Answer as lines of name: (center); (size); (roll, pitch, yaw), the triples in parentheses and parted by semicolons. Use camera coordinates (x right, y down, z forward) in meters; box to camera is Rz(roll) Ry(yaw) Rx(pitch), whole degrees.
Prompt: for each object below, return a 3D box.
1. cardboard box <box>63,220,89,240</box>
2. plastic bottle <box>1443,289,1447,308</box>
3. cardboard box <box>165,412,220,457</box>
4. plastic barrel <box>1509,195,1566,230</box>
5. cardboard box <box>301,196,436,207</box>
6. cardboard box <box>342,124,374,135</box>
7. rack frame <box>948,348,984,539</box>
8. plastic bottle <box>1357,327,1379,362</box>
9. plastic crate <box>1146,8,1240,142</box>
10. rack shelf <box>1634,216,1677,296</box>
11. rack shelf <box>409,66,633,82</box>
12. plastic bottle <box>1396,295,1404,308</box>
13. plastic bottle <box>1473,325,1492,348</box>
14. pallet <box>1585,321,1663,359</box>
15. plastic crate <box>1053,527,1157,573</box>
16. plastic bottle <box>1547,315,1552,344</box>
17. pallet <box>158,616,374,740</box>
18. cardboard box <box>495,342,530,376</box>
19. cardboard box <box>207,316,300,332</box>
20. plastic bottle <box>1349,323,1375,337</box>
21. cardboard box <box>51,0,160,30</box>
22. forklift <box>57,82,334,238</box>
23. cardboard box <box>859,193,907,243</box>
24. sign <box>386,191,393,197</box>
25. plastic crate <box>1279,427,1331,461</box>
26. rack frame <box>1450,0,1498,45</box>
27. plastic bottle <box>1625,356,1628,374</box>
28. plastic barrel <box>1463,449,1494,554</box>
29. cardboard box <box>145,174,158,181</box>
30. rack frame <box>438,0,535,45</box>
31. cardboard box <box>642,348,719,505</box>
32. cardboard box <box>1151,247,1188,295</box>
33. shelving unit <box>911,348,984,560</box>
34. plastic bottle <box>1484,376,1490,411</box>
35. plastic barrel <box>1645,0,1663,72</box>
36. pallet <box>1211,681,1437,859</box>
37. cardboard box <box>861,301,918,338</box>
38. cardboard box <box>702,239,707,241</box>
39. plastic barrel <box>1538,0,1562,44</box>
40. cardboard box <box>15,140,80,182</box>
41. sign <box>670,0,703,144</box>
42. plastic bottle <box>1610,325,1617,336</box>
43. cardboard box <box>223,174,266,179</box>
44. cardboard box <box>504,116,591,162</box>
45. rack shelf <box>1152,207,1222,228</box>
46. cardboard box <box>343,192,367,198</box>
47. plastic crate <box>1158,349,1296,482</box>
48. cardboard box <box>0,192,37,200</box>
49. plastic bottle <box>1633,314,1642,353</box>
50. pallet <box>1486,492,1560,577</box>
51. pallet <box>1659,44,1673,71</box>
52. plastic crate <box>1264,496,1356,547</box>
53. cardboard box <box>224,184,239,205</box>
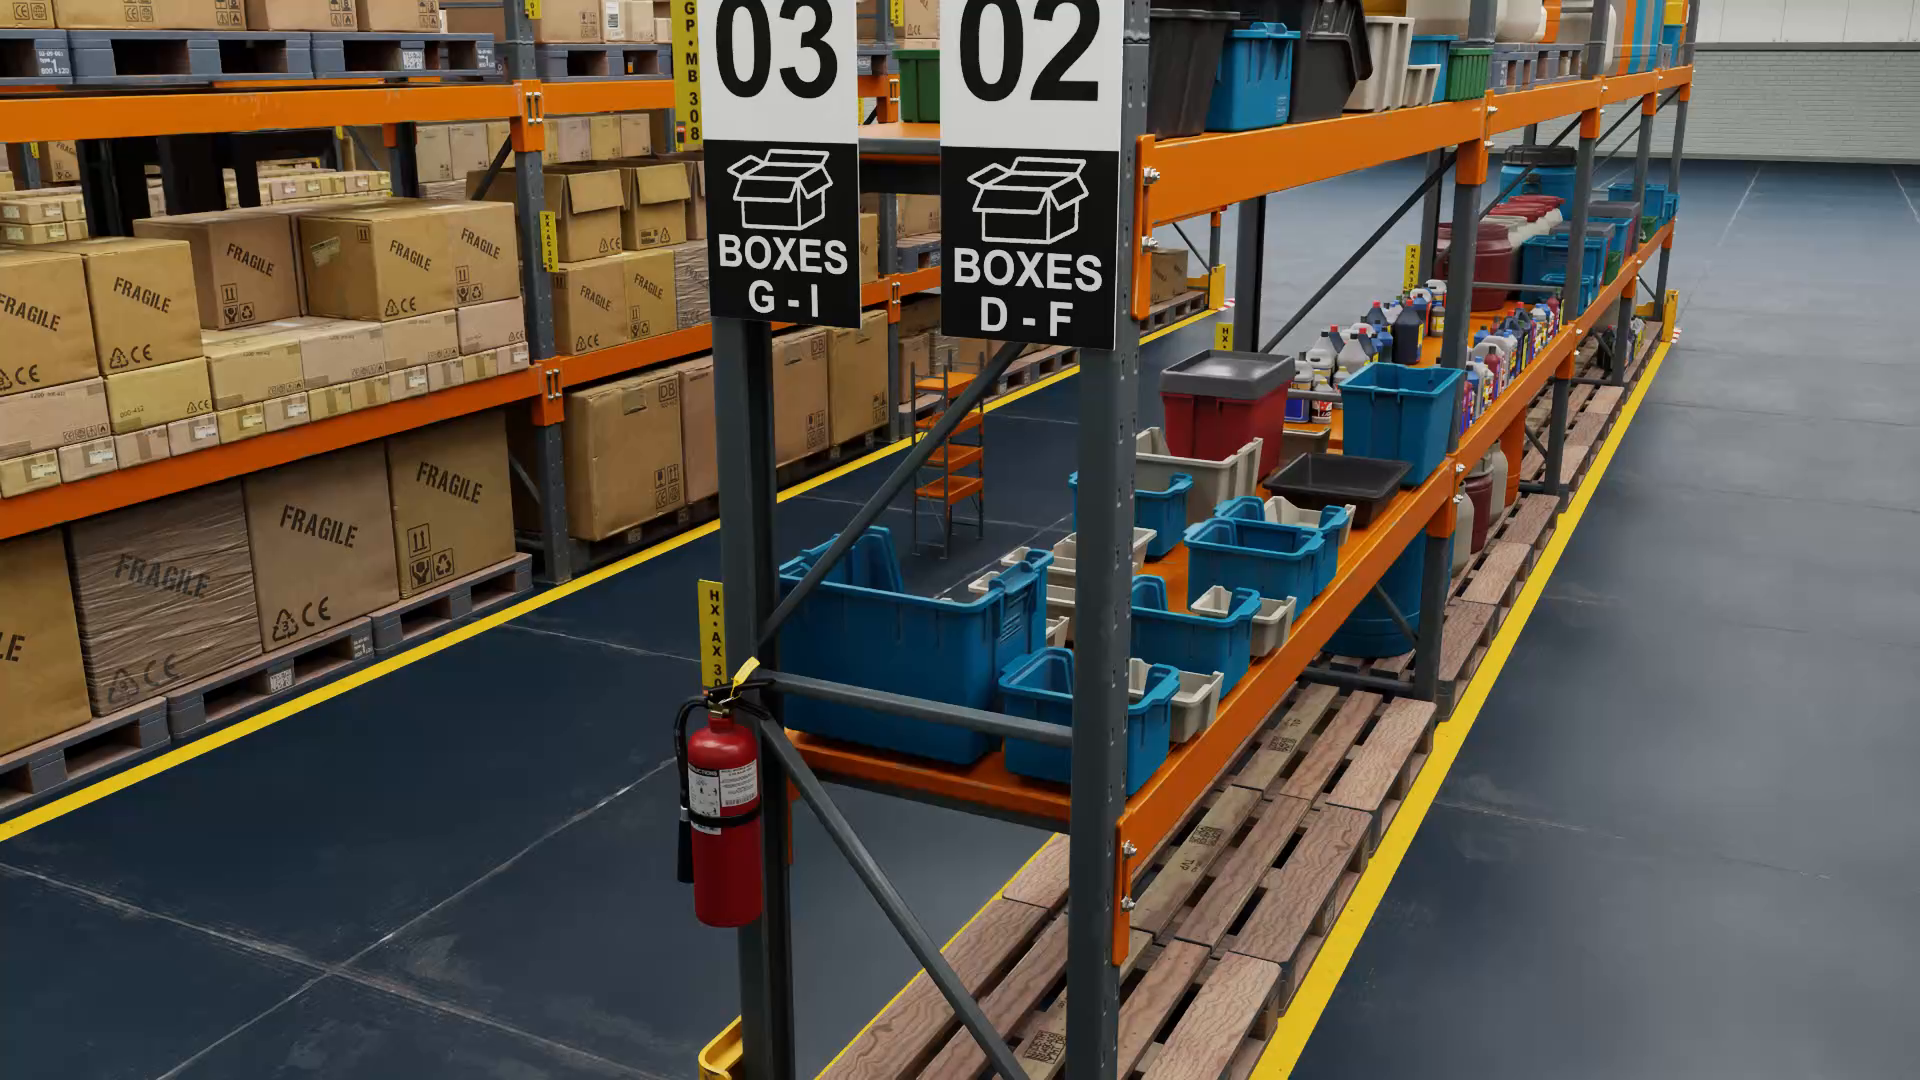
cardboard box: (-6.431, -2.234, 11.959); (0.380, 0.149, 0.250); (8, 18, 24)
plastic bottle: (3.131, -1.486, 10.479); (0.152, 0.276, 0.135); (8, 18, 25)
cardboard box: (-3.502, -0.483, 7.322); (0.380, 0.149, 0.250); (8, 18, 25)
plastic barrel: (4.641, -2.503, 13.443); (0.433, 0.535, 0.433); (0, 17, 0)
cardboard box: (-3.184, -1.586, 9.021); (0.500, 0.500, 0.500); (8, 18, 25)
cardboard box: (-7.641, -5.299, 20.641); (0.700, 0.500, 0.500); (8, 18, 25)
rack frame: (0.035, -0.595, 10.421); (0.240, 1.200, 0.015); (8, 18, 25)
plastic bottle: (2.020, -0.896, 8.361); (0.144, 0.351, 0.185); (8, 18, 25)
plastic crate: (0.324, -1.035, 3.700); (0.497, 0.269, 0.590); (8, 18, 25)
rack shelf: (6.159, -2.818, 16.007); (1.077, 0.370, 4.000); (8, 18, 25)
rack shelf: (-4.452, -4.524, 16.482); (1.077, 0.370, 4.000); (8, 18, 25)
plastic bottle: (2.584, -1.304, 9.853); (0.061, 0.283, 0.133); (8, 18, 25)
plastic bottle: (2.790, -1.012, 8.890); (0.097, 0.271, 0.097); (0, 17, 0)
pallet: (6.693, -2.104, 17.237); (1.003, 0.211, 1.213); (8, 18, 25)
plastic crate: (0.466, 0.046, 5.458); (0.298, 0.136, 0.250); (8, 18, 25)
plastic bottle: (3.464, -1.271, 9.885); (0.097, 0.201, 0.097); (0, 17, 0)
pallet: (-3.695, 0.587, 8.178); (1.003, 0.211, 1.213); (8, 18, 25)
cardboard box: (-2.584, -1.006, 9.084); (0.380, 0.149, 0.250); (8, 18, 26)
cardboard box: (-3.638, -0.971, 8.267); (0.500, 0.250, 0.500); (9, 19, 27)
plastic bottle: (2.129, -1.012, 8.883); (0.152, 0.276, 0.135); (8, 18, 25)
cardboard box: (-3.797, -2.367, 6.868); (0.700, 0.500, 0.500); (7, 18, 22)
forklift: (-4.702, -1.615, 10.813); (1.130, 2.935, 3.031); (8, 18, 25)
cardboard box: (-0.748, -2.656, 13.287); (0.500, 0.500, 0.500); (6, 17, 19)
sign: (-3.231, -1.829, 9.521); (0.100, 0.325, 0.005); (8, 18, 25)
plastic crate: (1.354, -0.418, 7.020); (0.396, 0.136, 0.243); (8, 18, 25)
rack frame: (1.690, -3.491, 6.474); (1.000, 3.000, 0.127); (8, 18, 25)
plastic bottle: (5.845, -1.574, 14.698); (0.097, 0.201, 0.097); (0, 17, 0)
plastic barrel: (2.770, -0.265, 9.647); (0.600, 0.588, 0.708); (8, 18, 25)
cardboard box: (-9.008, -3.936, 18.211); (0.380, 0.149, 0.250); (9, 19, 29)
rack frame: (-2.741, -4.122, 8.596); (1.000, 3.000, 0.127); (8, 18, 25)
cardboard box: (-2.074, -0.822, 11.017); (1.225, 0.875, 0.875); (7, 18, 23)
cardboard box: (2.327, -3.148, 19.509); (0.500, 0.500, 0.500); (12, 20, 36)
shelving unit: (-0.074, -0.533, 10.212); (0.258, 1.200, 0.503); (8, 18, 25)
plastic bottle: (2.521, -0.734, 8.076); (0.097, 0.201, 0.097); (0, 17, 0)
plastic barrel: (5.232, -4.174, 13.162); (0.600, 0.901, 0.708); (8, 18, 25)
pallet: (1.396, 0.913, 7.078); (1.003, 0.211, 1.213); (8, 18, 25)
cardboard box: (-0.681, -1.811, 13.654); (0.500, 0.250, 0.500); (9, 19, 28)
cardboard box: (-1.638, -1.767, 11.029); (0.500, 0.500, 0.500); (8, 19, 26)
plastic barrel: (3.221, -3.335, 9.725); (0.600, 0.830, 0.708); (8, 18, 25)
cardboard box: (-9.411, -4.002, 17.296); (0.500, 0.500, 0.500); (8, 18, 24)
sign: (-0.597, -1.050, 3.708); (0.100, 0.325, 0.005); (8, 18, 25)
plastic bottle: (6.127, -1.880, 15.597); (0.152, 0.276, 0.135); (8, 18, 25)
cardboard box: (-6.076, -2.996, 14.003); (0.380, 0.149, 0.250); (7, 18, 23)
cardboard box: (-4.229, -4.080, 17.062); (0.700, 0.500, 0.500); (8, 18, 26)
rack shelf: (1.728, -3.448, 18.128); (1.077, 0.370, 4.000); (8, 18, 25)
cardboard box: (-5.277, -2.893, 14.177); (0.380, 0.149, 0.250); (9, 19, 27)
plastic crate: (1.067, -0.479, 6.653); (0.402, 0.464, 0.583); (8, 18, 25)
cardboard box: (-7.009, -2.464, 12.211); (0.380, 0.149, 0.250); (7, 18, 24)
plastic bottle: (6.354, -1.951, 15.704); (0.144, 0.351, 0.185); (9, 19, 28)
pallet: (3.163, -0.092, 10.462); (1.003, 0.211, 1.213); (8, 18, 25)
pallet: (5.500, -4.197, 14.450); (1.213, 0.211, 1.003); (8, 18, 25)
plastic crate: (1.181, -0.036, 5.735); (0.293, 0.136, 0.466); (8, 18, 25)
cardboard box: (-5.851, -2.709, 13.035); (0.380, 0.149, 0.250); (9, 19, 27)
